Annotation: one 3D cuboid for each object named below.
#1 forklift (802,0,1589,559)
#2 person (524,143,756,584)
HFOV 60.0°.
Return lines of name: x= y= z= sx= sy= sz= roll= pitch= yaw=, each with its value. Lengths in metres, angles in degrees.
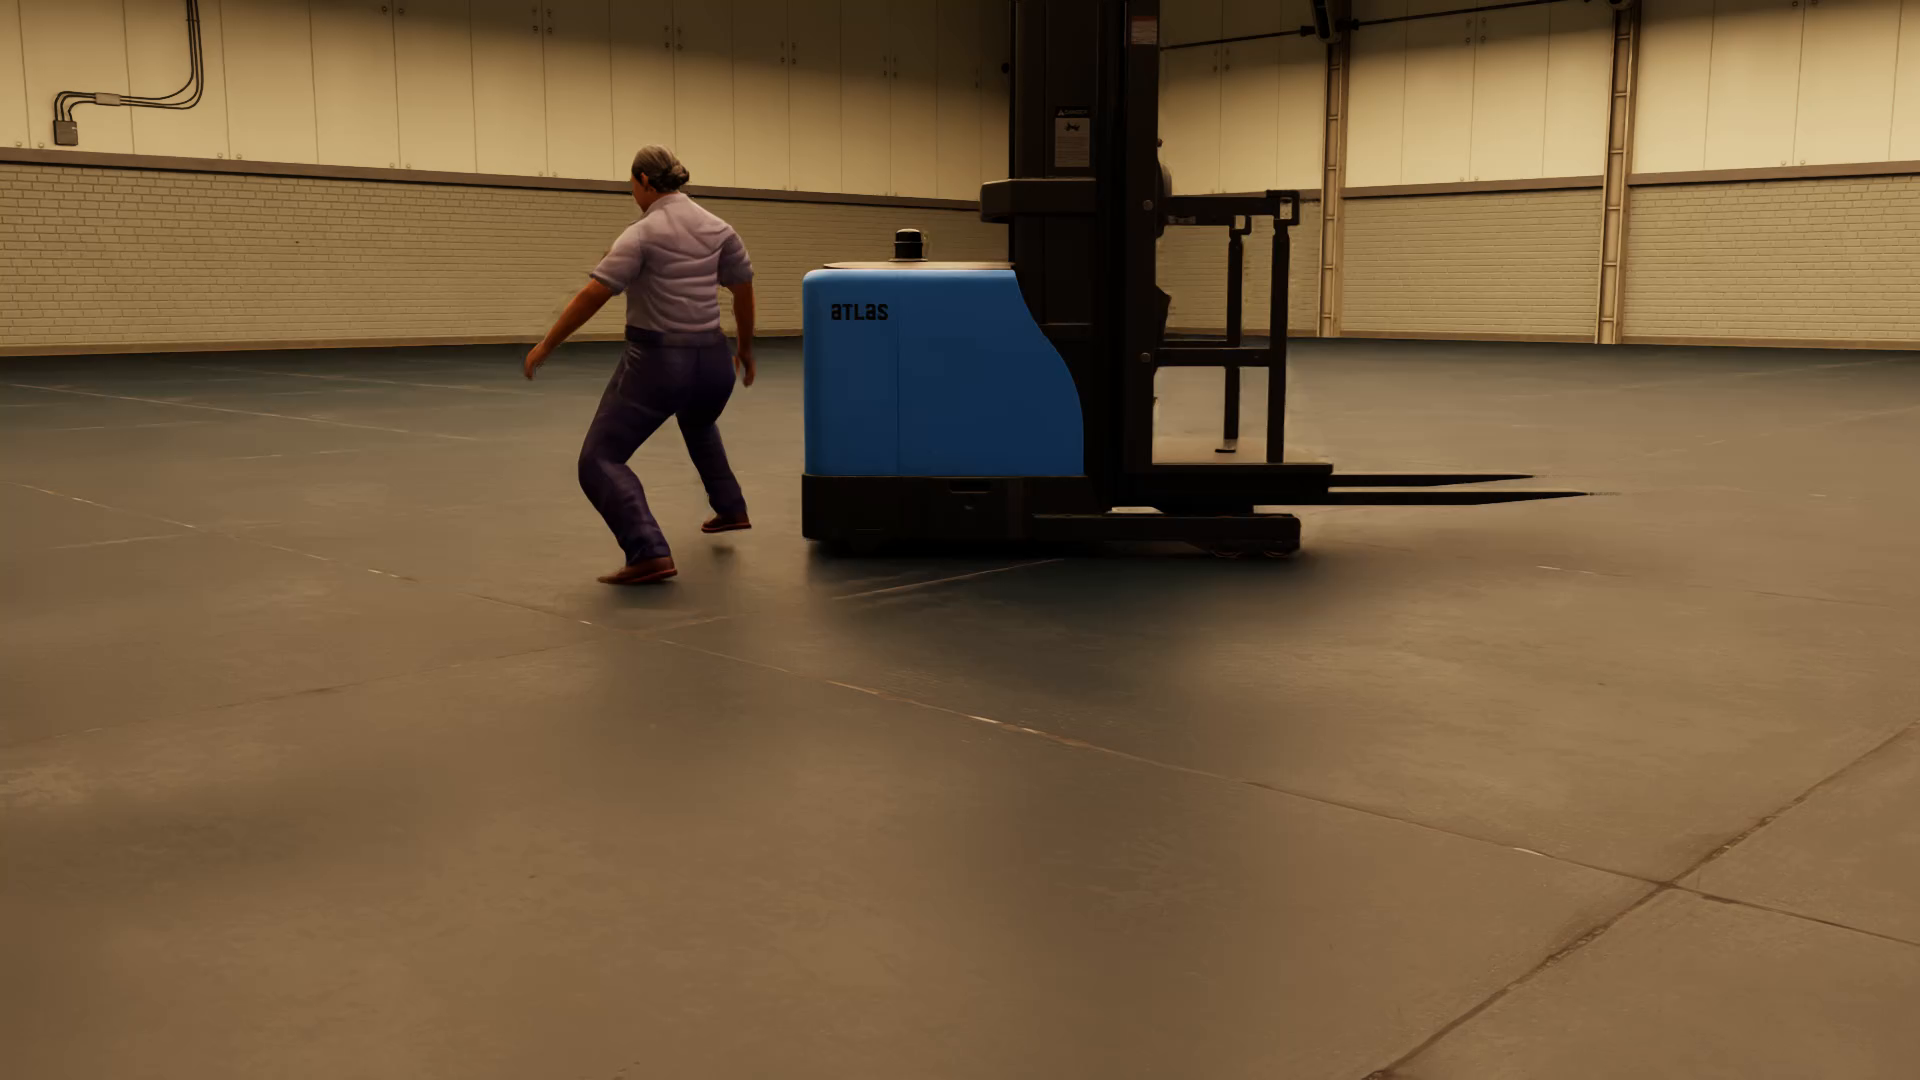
forklift: x=0.913 y=-1.458 z=6.555 sx=3.031 sy=2.935 sz=1.130 roll=0 pitch=9 yaw=0
person: x=-1.072 y=-0.638 z=5.981 sx=0.890 sy=1.541 sz=0.659 roll=-8 pitch=12 yaw=-43
